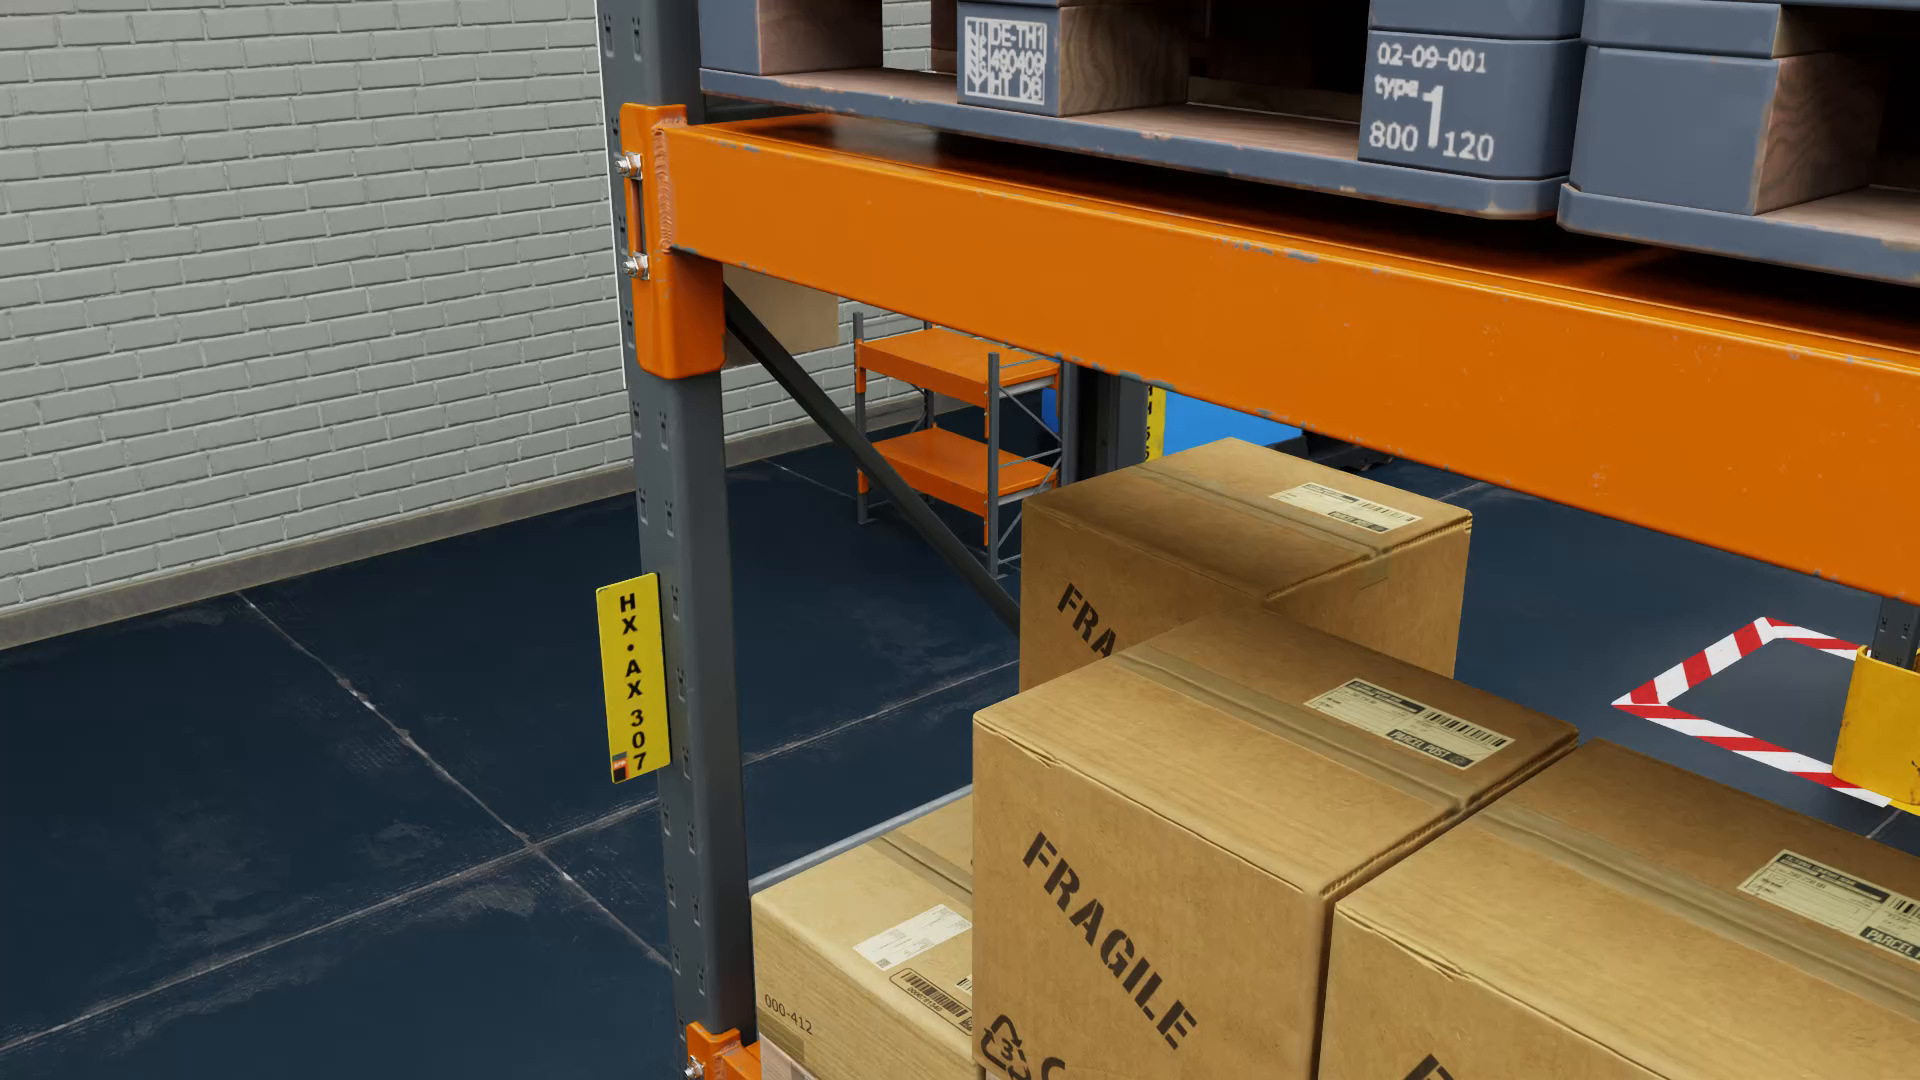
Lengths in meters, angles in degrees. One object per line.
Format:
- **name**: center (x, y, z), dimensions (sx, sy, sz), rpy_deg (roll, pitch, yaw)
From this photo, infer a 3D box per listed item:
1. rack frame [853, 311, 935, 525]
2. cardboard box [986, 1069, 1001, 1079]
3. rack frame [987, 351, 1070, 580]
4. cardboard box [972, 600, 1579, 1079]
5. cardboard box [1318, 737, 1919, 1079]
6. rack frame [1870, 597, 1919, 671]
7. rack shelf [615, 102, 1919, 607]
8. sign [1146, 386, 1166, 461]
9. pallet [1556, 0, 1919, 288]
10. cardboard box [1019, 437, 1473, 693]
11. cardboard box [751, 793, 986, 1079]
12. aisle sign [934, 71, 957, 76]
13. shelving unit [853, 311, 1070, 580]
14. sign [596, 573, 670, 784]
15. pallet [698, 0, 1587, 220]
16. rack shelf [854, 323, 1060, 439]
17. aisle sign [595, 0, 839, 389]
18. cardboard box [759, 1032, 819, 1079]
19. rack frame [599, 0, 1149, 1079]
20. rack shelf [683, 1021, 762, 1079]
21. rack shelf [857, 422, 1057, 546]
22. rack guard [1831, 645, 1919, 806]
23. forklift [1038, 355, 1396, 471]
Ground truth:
- **rack frame**: center (-0.336, -0.666, 8.642), dimensions (0.500, 1.125, 0.032), rpy_deg (-17, 27, -37)
- **cardboard box**: center (0.381, 0.792, 2.146), dimensions (0.500, 0.250, 0.500), rpy_deg (-18, 28, -38)
- **rack frame**: center (0.327, -0.385, 7.925), dimensions (0.500, 1.125, 0.032), rpy_deg (-17, 27, -37)
- **cardboard box**: center (0.363, 0.439, 2.019), dimensions (0.500, 0.500, 0.500), rpy_deg (-18, 28, -39)
- **cardboard box**: center (0.706, 0.581, 1.657), dimensions (0.500, 0.500, 0.500), rpy_deg (-18, 28, -39)
- **rack frame**: center (3.752, -0.631, 5.982), dimensions (1.000, 3.000, 0.127), rpy_deg (-17, 27, -37)
- **rack shelf**: center (1.234, 0.013, 1.212), dimensions (1.077, 0.370, 4.000), rpy_deg (-17, 27, -37)
- **sign**: center (0.348, -0.253, 3.104), dimensions (0.100, 0.325, 0.005), rpy_deg (-17, 27, -37)
- **pallet**: center (1.221, -0.294, 1.129), dimensions (1.003, 0.211, 1.213), rpy_deg (-17, 27, -37)
- **cardboard box**: center (0.445, 0.176, 2.691), dimensions (0.500, 0.500, 0.500), rpy_deg (-17, 27, -37)
- **cardboard box**: center (0.037, 0.650, 2.509), dimensions (0.500, 0.250, 0.500), rpy_deg (-18, 28, -39)
- **aisle sign**: center (0.109, -0.780, 2.797), dimensions (0.394, 0.787, 0.004), rpy_deg (-17, 27, -37)
- **shelving unit**: center (-0.004, -0.526, 8.284), dimensions (0.538, 1.125, 1.048), rpy_deg (-17, 27, -37)
- **sign**: center (-0.496, 0.213, 2.533), dimensions (0.100, 0.325, 0.005), rpy_deg (-17, 27, -37)
- **pallet**: center (0.420, -0.631, 1.990), dimensions (1.003, 0.211, 1.213), rpy_deg (-17, 27, -37)
- **rack shelf**: center (-0.004, -0.798, 8.177), dimensions (0.538, 0.278, 1.000), rpy_deg (-17, 27, -37)
- **aisle sign**: center (-0.346, -0.637, 2.433), dimensions (0.394, 0.787, 0.004), rpy_deg (-17, 27, -37)
- **cardboard box**: center (-0.090, 0.816, 2.633), dimensions (0.380, 0.149, 0.250), rpy_deg (-17, 27, -37)
- **rack frame**: center (-0.069, 0.521, 3.040), dimensions (0.949, 2.616, 0.053), rpy_deg (-17, 27, -37)
- **rack shelf**: center (1.234, 1.410, 1.759), dimensions (1.077, 0.370, 4.000), rpy_deg (-17, 27, -37)
- **rack shelf**: center (-0.004, -0.298, 8.373), dimensions (0.538, 0.278, 1.000), rpy_deg (-17, 27, -37)
- **rack guard**: center (3.801, 0.554, 6.384), dimensions (1.175, 0.500, 0.348), rpy_deg (-17, 27, -37)
- **forklift**: center (1.910, -1.893, 9.298), dimensions (3.031, 2.935, 1.130), rpy_deg (-16, 26, -35)
